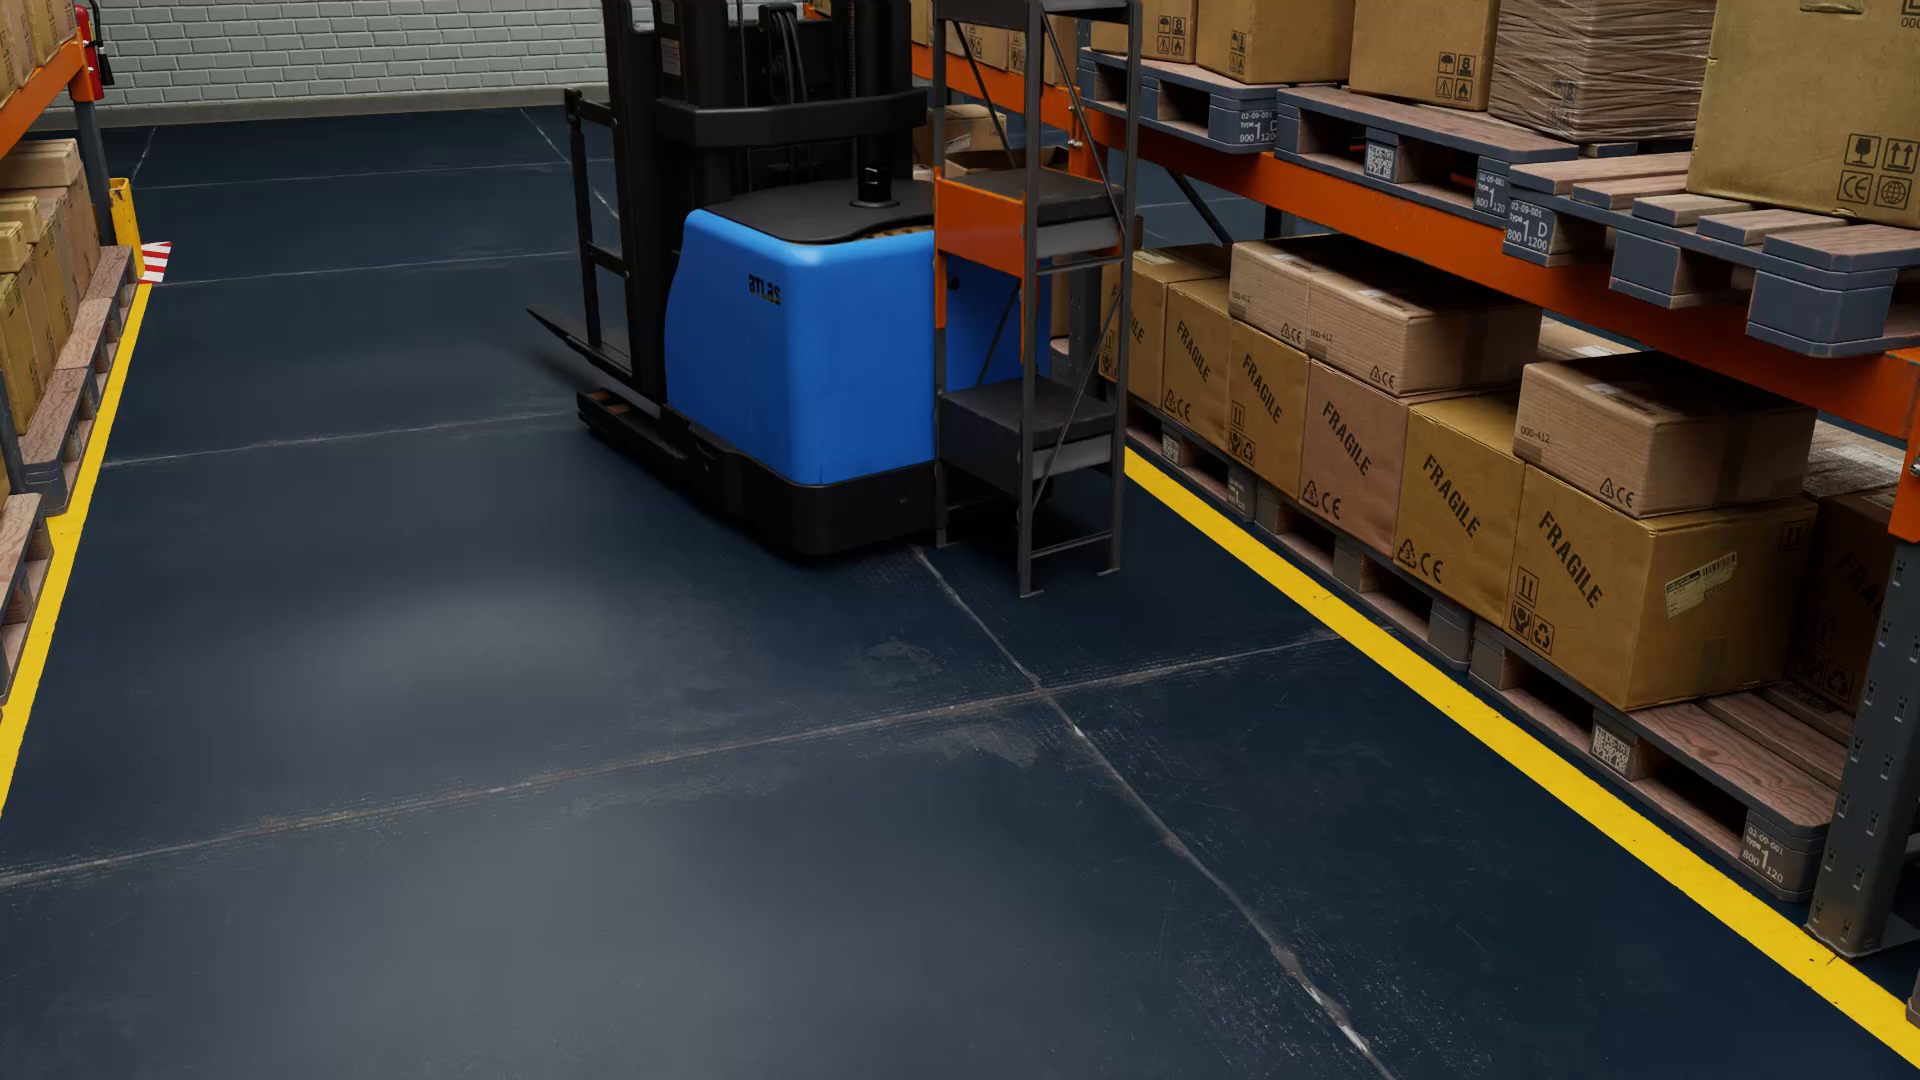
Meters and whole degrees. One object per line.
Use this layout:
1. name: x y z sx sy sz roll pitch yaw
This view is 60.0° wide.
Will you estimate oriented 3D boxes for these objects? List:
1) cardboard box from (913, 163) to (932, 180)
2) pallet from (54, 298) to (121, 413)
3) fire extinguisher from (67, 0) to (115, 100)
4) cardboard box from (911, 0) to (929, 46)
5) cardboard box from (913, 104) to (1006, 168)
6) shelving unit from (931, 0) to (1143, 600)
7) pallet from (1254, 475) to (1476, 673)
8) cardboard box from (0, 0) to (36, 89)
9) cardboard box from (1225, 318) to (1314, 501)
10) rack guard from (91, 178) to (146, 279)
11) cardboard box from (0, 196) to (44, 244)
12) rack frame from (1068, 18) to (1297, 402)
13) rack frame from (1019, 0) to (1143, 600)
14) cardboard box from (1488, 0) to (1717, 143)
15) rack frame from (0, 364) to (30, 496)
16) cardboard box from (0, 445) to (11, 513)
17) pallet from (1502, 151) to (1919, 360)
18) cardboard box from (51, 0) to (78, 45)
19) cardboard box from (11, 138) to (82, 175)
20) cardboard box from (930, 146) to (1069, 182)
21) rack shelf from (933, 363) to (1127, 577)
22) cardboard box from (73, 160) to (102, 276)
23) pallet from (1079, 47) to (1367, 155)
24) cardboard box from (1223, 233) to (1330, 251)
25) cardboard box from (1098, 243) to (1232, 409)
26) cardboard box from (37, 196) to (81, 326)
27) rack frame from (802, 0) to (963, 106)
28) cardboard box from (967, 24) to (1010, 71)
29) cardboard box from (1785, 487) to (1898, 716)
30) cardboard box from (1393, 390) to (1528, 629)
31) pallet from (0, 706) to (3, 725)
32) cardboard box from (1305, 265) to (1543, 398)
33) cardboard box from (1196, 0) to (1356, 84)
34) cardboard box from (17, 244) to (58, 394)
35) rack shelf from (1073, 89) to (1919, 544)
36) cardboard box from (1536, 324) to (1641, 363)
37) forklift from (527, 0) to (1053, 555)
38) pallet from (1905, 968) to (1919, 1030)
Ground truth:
1. cardboard box: -0.362 -1.985 9.571 0.500 0.250 0.500 -8 24 -19
2. pallet: -4.316 -0.779 7.326 1.003 0.211 1.213 -8 24 -19
3. fire extinguisher: -4.720 -2.697 8.866 0.296 0.674 0.183 -8 24 -19
4. cardboard box: -0.019 -2.765 8.319 0.500 0.500 0.500 -8 24 -18
5. cardboard box: -0.043 -2.354 10.126 0.500 0.500 0.500 -8 24 -19
6. shelving unit: 0.223 -0.899 5.180 0.431 2.100 0.503 -15 27 -31
7. pallet: 1.705 0.005 5.465 1.003 0.211 1.213 -8 24 -19
8. cardboard box: -4.381 -2.199 6.720 0.980 0.700 0.700 -10 25 -22
9. cardboard box: 1.259 -0.481 5.680 0.500 0.500 0.500 -8 24 -18
10. rack guard: -5.107 -1.643 9.005 1.175 0.500 0.348 -8 24 -19
11. cardboard box: -3.989 -1.298 6.811 0.380 0.149 0.250 -9 24 -20
12. rack frame: 0.947 -2.014 6.666 1.000 3.000 0.127 -8 24 -19
13. rack frame: 0.359 -0.820 4.993 0.400 2.100 0.015 -15 27 -31
14. cardboard box: 1.888 -1.372 4.474 0.700 0.500 0.500 -4 23 -9
15. rack frame: -3.686 -1.333 5.050 1.000 3.000 0.127 -8 24 -19
16. cardboard box: -3.334 -0.317 4.868 0.750 0.750 0.750 -8 24 -18
17. pallet: 2.055 -0.709 3.817 1.213 0.211 1.003 -8 24 -19
18. cardboard box: -4.909 -2.741 8.004 0.980 0.700 0.700 -7 24 -17
19. cardboard box: -4.542 -1.865 8.154 0.380 0.149 0.250 -9 24 -20
20. cardboard box: 0.279 -1.748 8.684 0.797 0.503 0.637 -8 24 -19
21. rack shelf: 0.223 -0.242 5.457 0.431 0.518 0.480 -15 27 -31
22. cardboard box: -4.758 -1.587 8.332 0.700 0.500 0.500 -8 24 -19
23. pallet: 1.127 -1.620 5.979 1.003 0.211 1.213 -8 24 -19
24. cardboard box: 1.390 -0.925 6.734 0.500 0.500 0.500 -8 24 -19
25. cardboard box: 0.890 -0.856 6.570 0.500 0.500 0.500 -9 25 -21
26. cardboard box: -4.403 -1.223 7.467 0.700 0.500 0.500 -9 25 -21
27. rack frame: -0.466 -3.467 10.114 1.000 3.000 0.127 -8 24 -19
28. cardboard box: 0.347 -2.394 7.438 0.500 0.500 0.500 -8 24 -17
29. cardboard box: 2.467 0.184 4.103 0.500 0.500 0.500 -7 24 -17
30. cardboard box: 1.628 -0.107 4.794 0.500 0.500 0.500 -9 25 -21
31. pallet: -2.908 0.666 3.898 1.003 0.211 1.213 -8 24 -19
32. cardboard box: 1.421 -0.656 5.130 0.500 0.250 0.500 -9 24 -20
33. cardboard box: 1.208 -1.810 5.512 0.700 0.500 0.500 -5 23 -11
34. cardboard box: -4.028 -0.843 6.567 0.700 0.500 0.500 -9 24 -20
35. rack shelf: 1.654 -0.956 5.082 1.077 0.370 4.000 -8 24 -19
36. cardboard box: 1.915 -0.377 5.435 0.500 0.500 0.500 -9 25 -21
37. forklift: -0.906 -1.821 6.296 1.130 2.935 3.031 -15 27 -31
38. pallet: 2.615 1.029 3.037 1.003 0.211 1.213 -8 24 -19
